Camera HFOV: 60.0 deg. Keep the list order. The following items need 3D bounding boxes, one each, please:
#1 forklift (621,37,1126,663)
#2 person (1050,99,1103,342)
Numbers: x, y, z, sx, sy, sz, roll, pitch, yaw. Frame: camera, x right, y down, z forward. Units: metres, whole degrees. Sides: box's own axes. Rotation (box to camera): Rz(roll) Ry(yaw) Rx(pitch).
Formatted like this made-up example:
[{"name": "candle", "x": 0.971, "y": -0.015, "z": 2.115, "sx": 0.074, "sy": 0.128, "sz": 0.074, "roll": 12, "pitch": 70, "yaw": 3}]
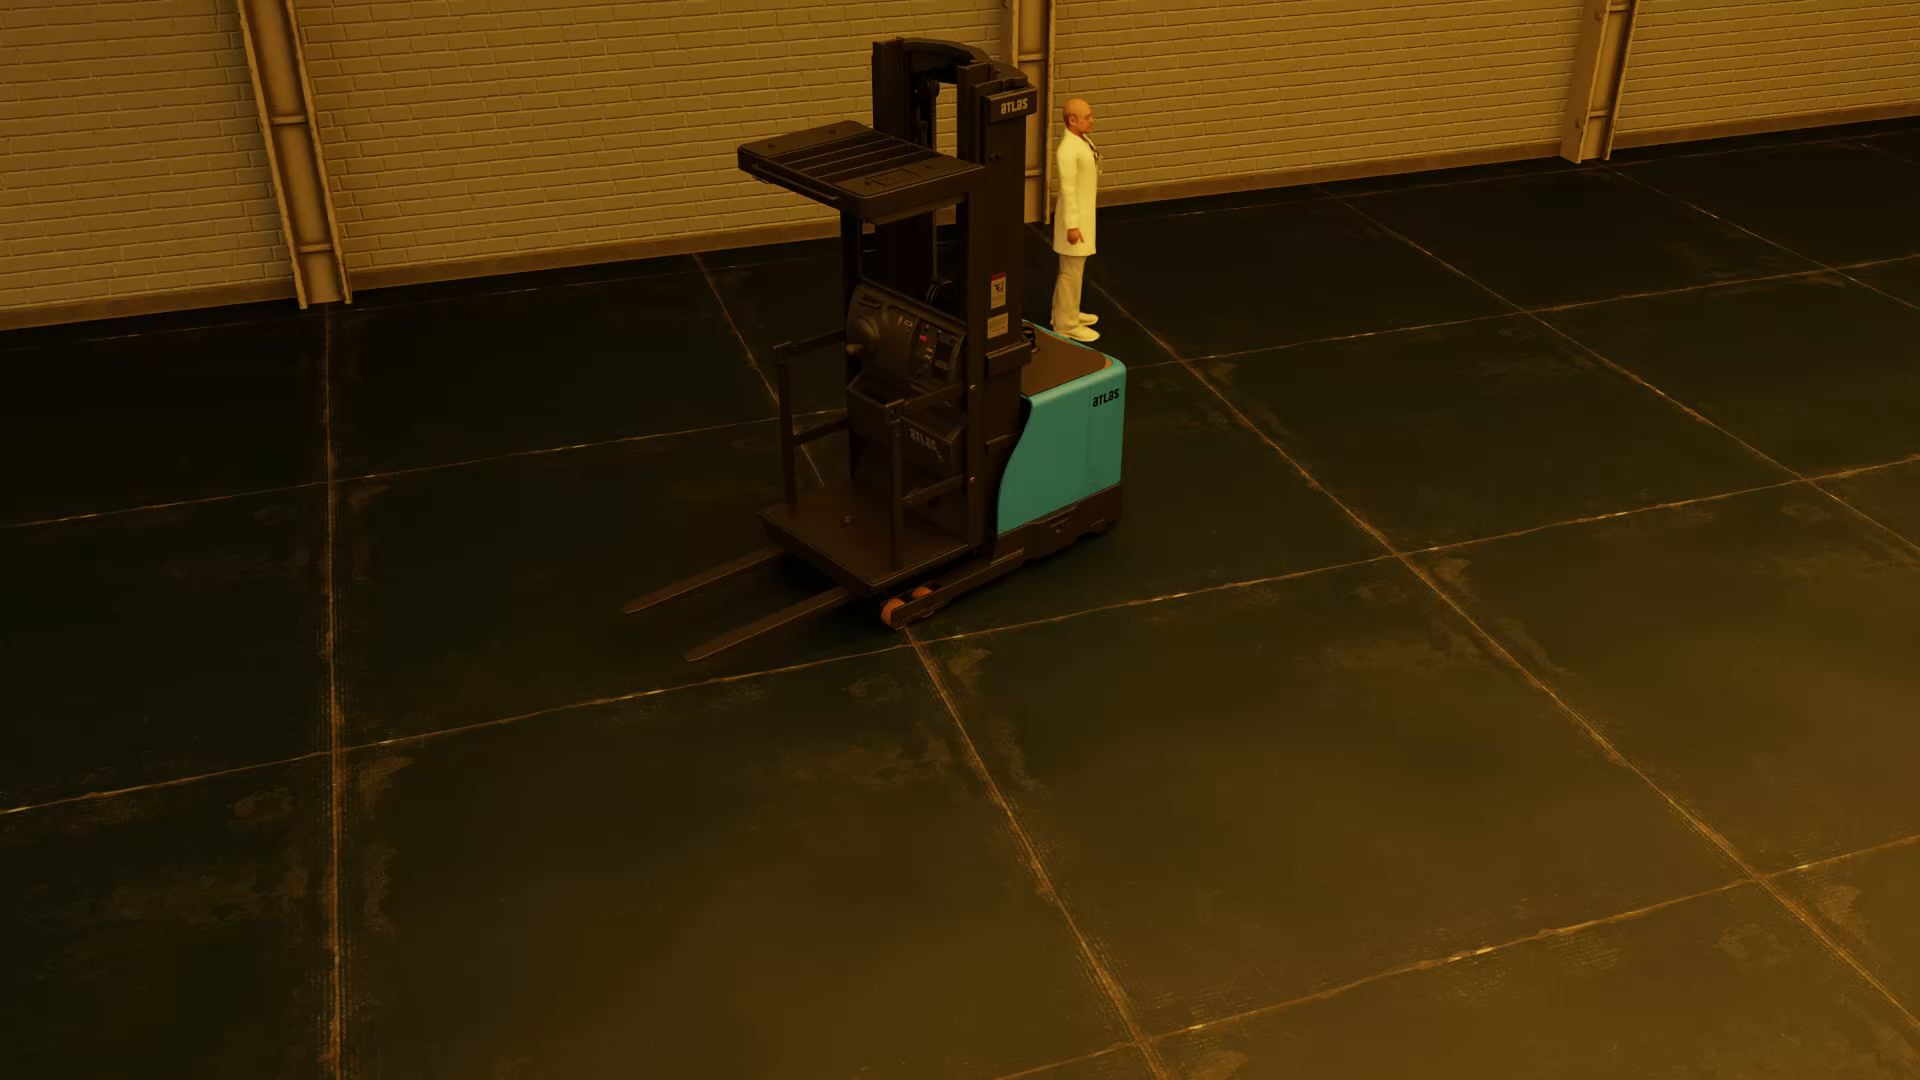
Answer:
[{"name": "forklift", "x": -0.461, "y": -1.072, "z": 8.951, "sx": 3.031, "sy": 2.935, "sz": 1.130, "roll": -23, "pitch": 37, "yaw": -34}, {"name": "person", "x": 0.887, "y": -2.396, "z": 12.403, "sx": 0.387, "sy": 1.783, "sz": 0.580, "roll": 3, "pitch": 30, "yaw": 5}]
